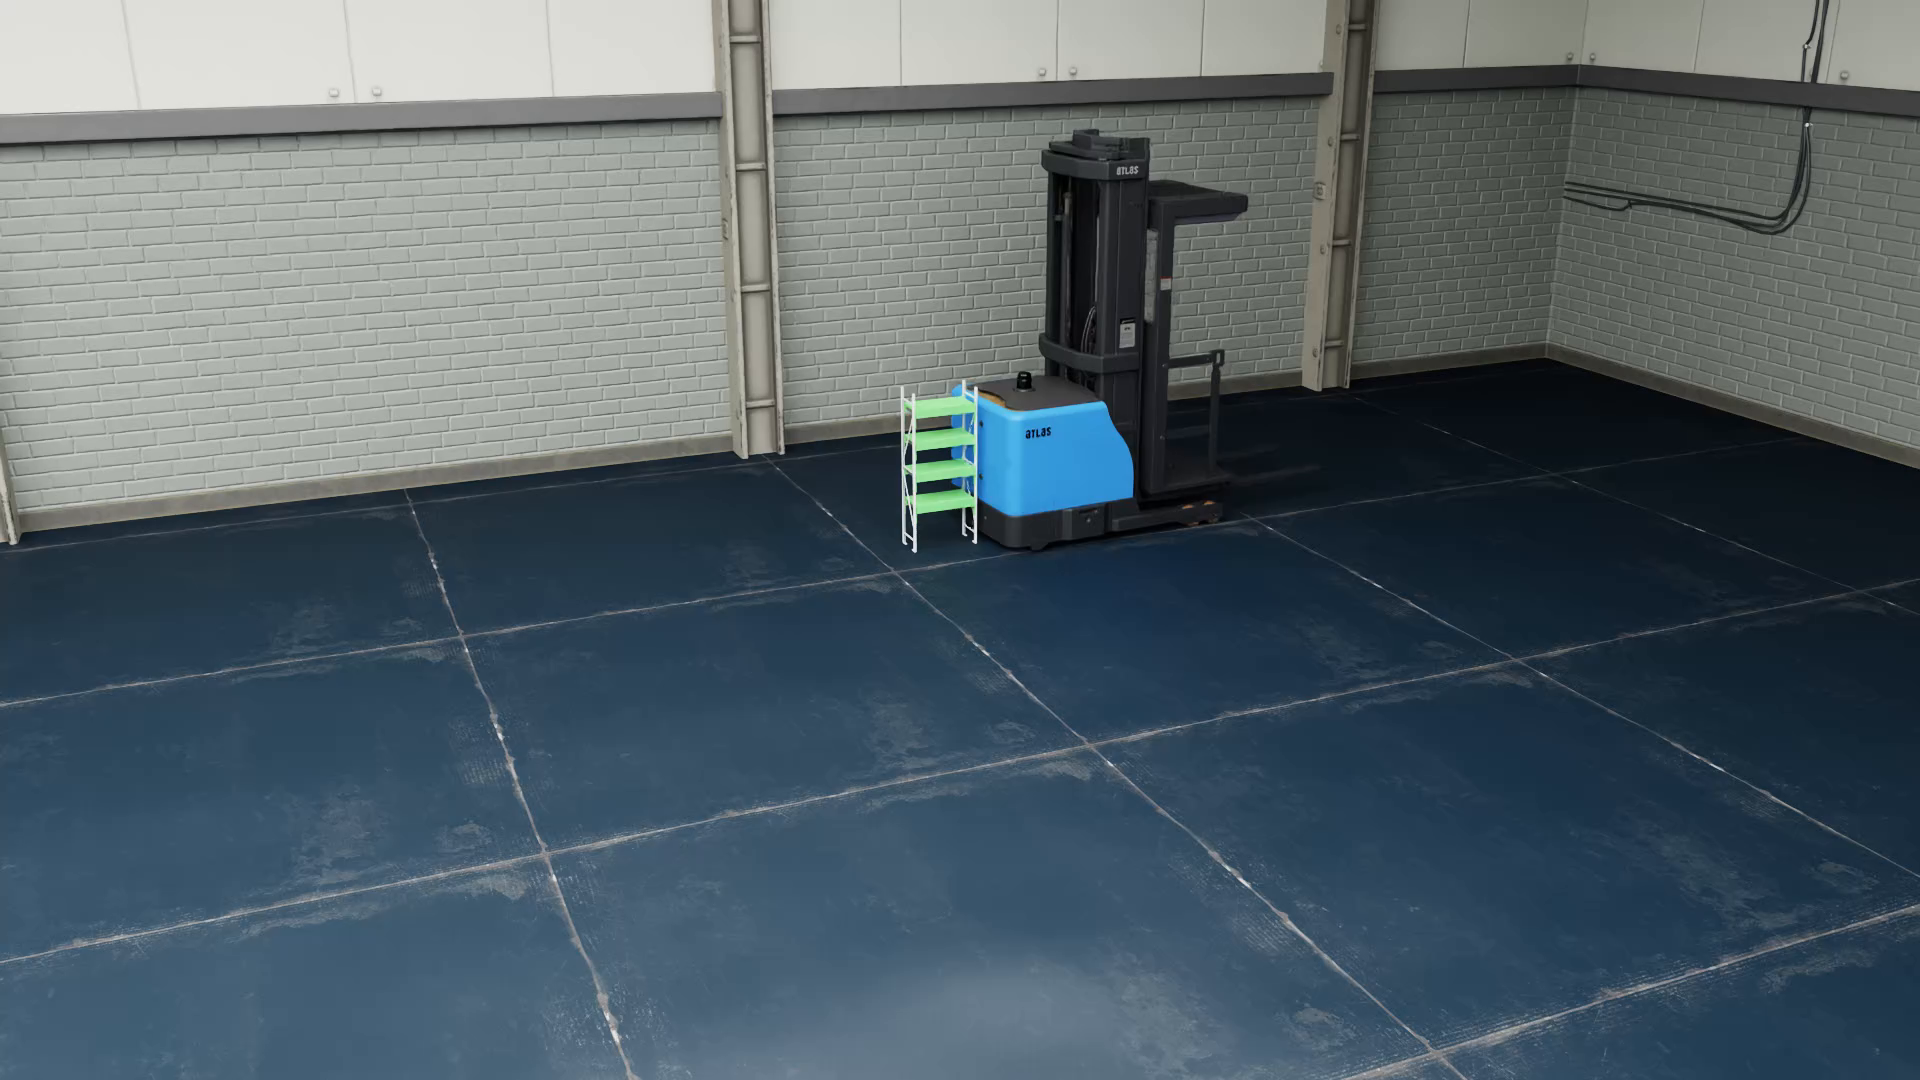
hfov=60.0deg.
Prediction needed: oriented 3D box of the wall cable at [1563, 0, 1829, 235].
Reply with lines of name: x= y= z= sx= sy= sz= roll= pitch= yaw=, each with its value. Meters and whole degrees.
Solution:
wall cable: x=6.955 y=-4.336 z=15.964 sx=0.112 sy=2.526 sz=3.097 roll=-8 pitch=21 yaw=-22

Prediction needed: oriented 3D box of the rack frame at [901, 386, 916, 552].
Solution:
rack frame: x=-0.376 y=-0.512 z=12.170 sx=0.015 sy=1.200 sz=0.240 roll=-8 pitch=21 yaw=-22

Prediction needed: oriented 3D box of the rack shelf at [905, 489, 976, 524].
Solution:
rack shelf: x=-0.152 y=-0.258 z=12.362 sx=0.480 sy=0.148 sz=0.258 roll=-8 pitch=21 yaw=-22

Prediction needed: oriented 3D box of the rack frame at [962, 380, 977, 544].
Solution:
rack frame: x=0.072 y=-0.576 z=12.352 sx=0.015 sy=1.200 sz=0.240 roll=-8 pitch=21 yaw=-22

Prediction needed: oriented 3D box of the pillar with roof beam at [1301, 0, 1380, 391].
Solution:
pillar with roof beam: x=5.431 y=-4.504 z=11.764 sx=0.400 sy=9.000 sz=9.100 roll=-8 pitch=21 yaw=-22

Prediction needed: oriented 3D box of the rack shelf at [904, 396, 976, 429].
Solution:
rack shelf: x=-0.152 y=-0.937 z=12.123 sx=0.480 sy=0.148 sz=0.258 roll=-8 pitch=21 yaw=-22

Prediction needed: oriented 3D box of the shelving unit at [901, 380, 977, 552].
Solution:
shelving unit: x=-0.152 y=-0.544 z=12.261 sx=0.503 sy=1.200 sz=0.258 roll=-8 pitch=21 yaw=-22

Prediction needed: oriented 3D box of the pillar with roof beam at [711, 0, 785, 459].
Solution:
pillar with roof beam: x=-0.078 y=-3.715 z=9.522 sx=0.400 sy=9.000 sz=9.100 roll=-8 pitch=21 yaw=-22

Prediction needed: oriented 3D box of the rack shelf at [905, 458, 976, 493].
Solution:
rack shelf: x=-0.152 y=-0.484 z=12.282 sx=0.480 sy=0.148 sz=0.258 roll=-8 pitch=21 yaw=-22

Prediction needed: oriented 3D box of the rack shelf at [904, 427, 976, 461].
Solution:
rack shelf: x=-0.152 y=-0.710 z=12.202 sx=0.480 sy=0.148 sz=0.258 roll=-8 pitch=21 yaw=-22

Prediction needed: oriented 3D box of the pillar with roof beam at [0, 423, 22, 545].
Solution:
pillar with roof beam: x=-5.588 y=-2.925 z=7.280 sx=0.400 sy=9.000 sz=9.100 roll=-8 pitch=21 yaw=-22

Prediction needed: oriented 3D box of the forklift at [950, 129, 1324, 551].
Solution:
forklift: x=1.468 y=-1.630 z=12.739 sx=3.031 sy=2.935 sz=1.130 roll=-10 pitch=22 yaw=-26
